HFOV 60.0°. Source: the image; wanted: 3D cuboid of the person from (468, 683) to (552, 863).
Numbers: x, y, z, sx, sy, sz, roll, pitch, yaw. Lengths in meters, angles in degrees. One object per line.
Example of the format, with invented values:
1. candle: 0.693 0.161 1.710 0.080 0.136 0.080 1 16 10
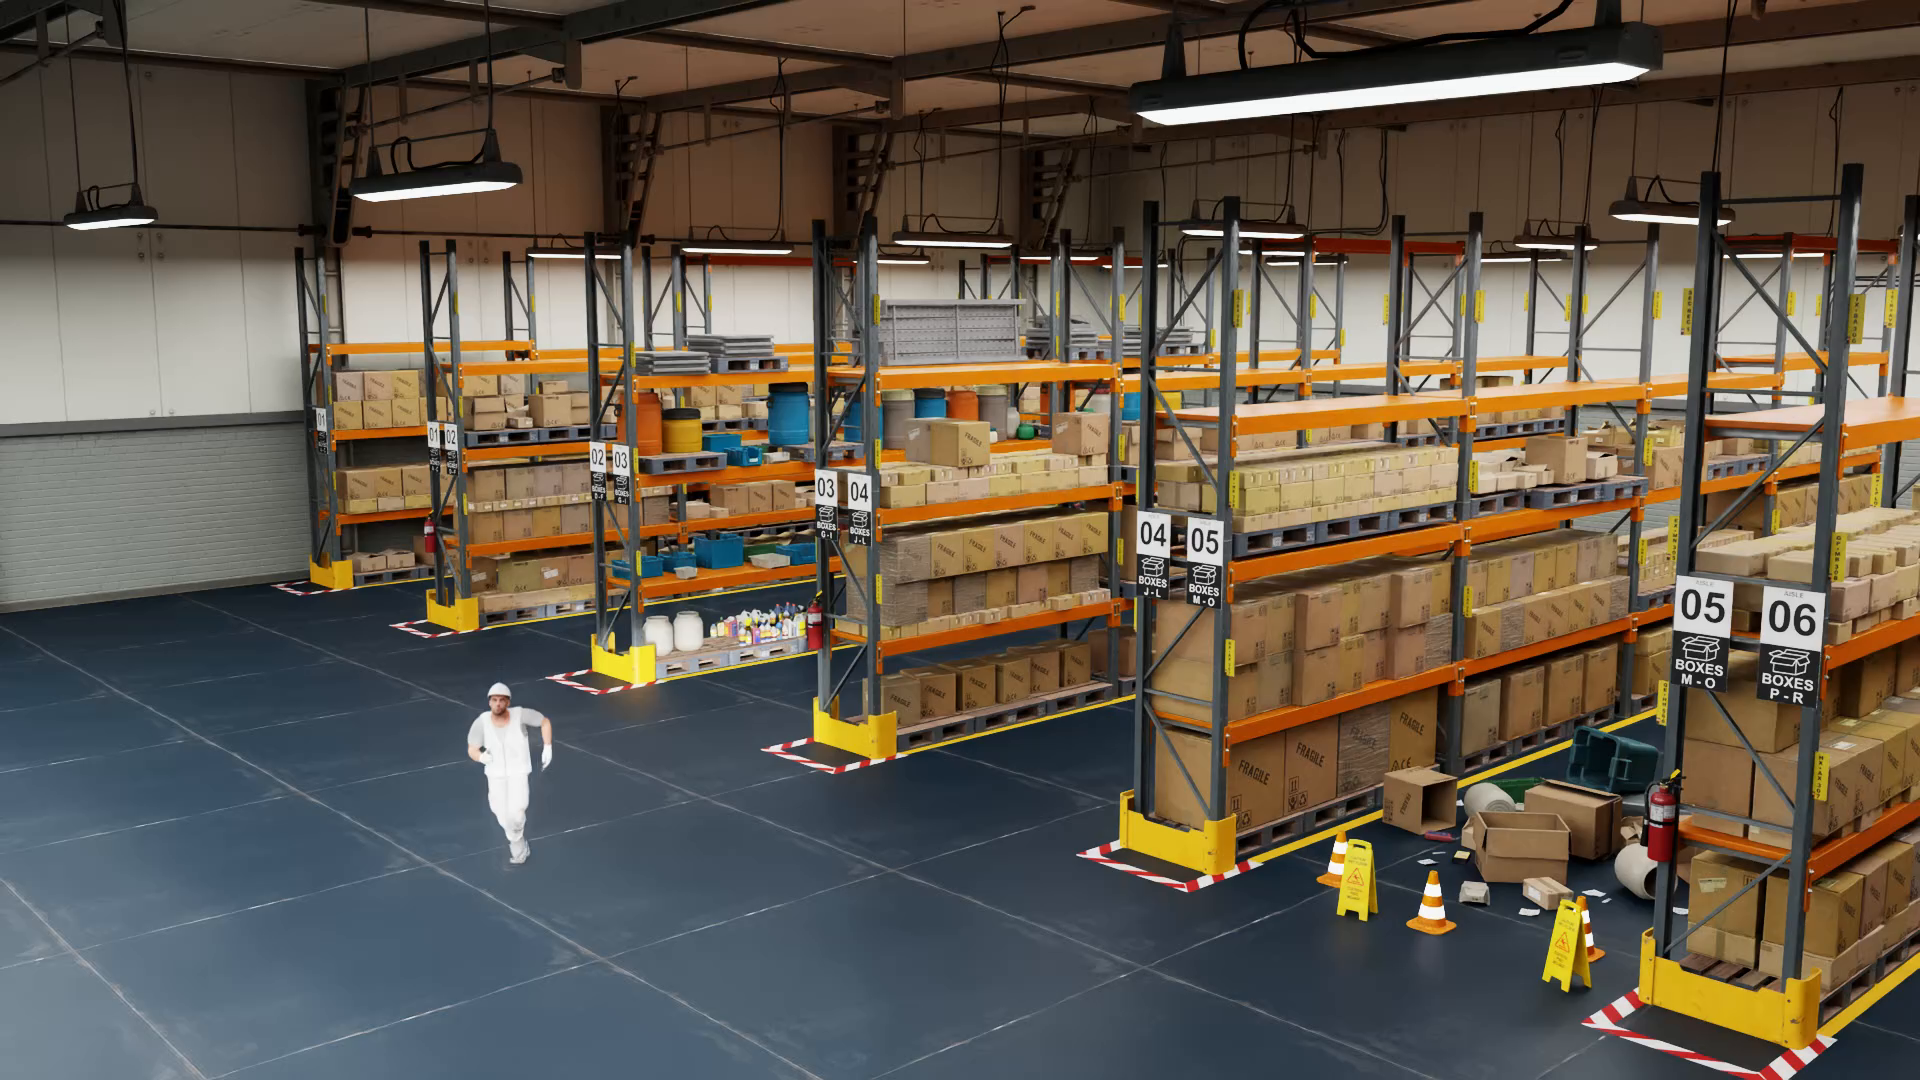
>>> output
1. person: -4.040 2.120 14.910 0.704 1.726 0.726 -1 8 -6
